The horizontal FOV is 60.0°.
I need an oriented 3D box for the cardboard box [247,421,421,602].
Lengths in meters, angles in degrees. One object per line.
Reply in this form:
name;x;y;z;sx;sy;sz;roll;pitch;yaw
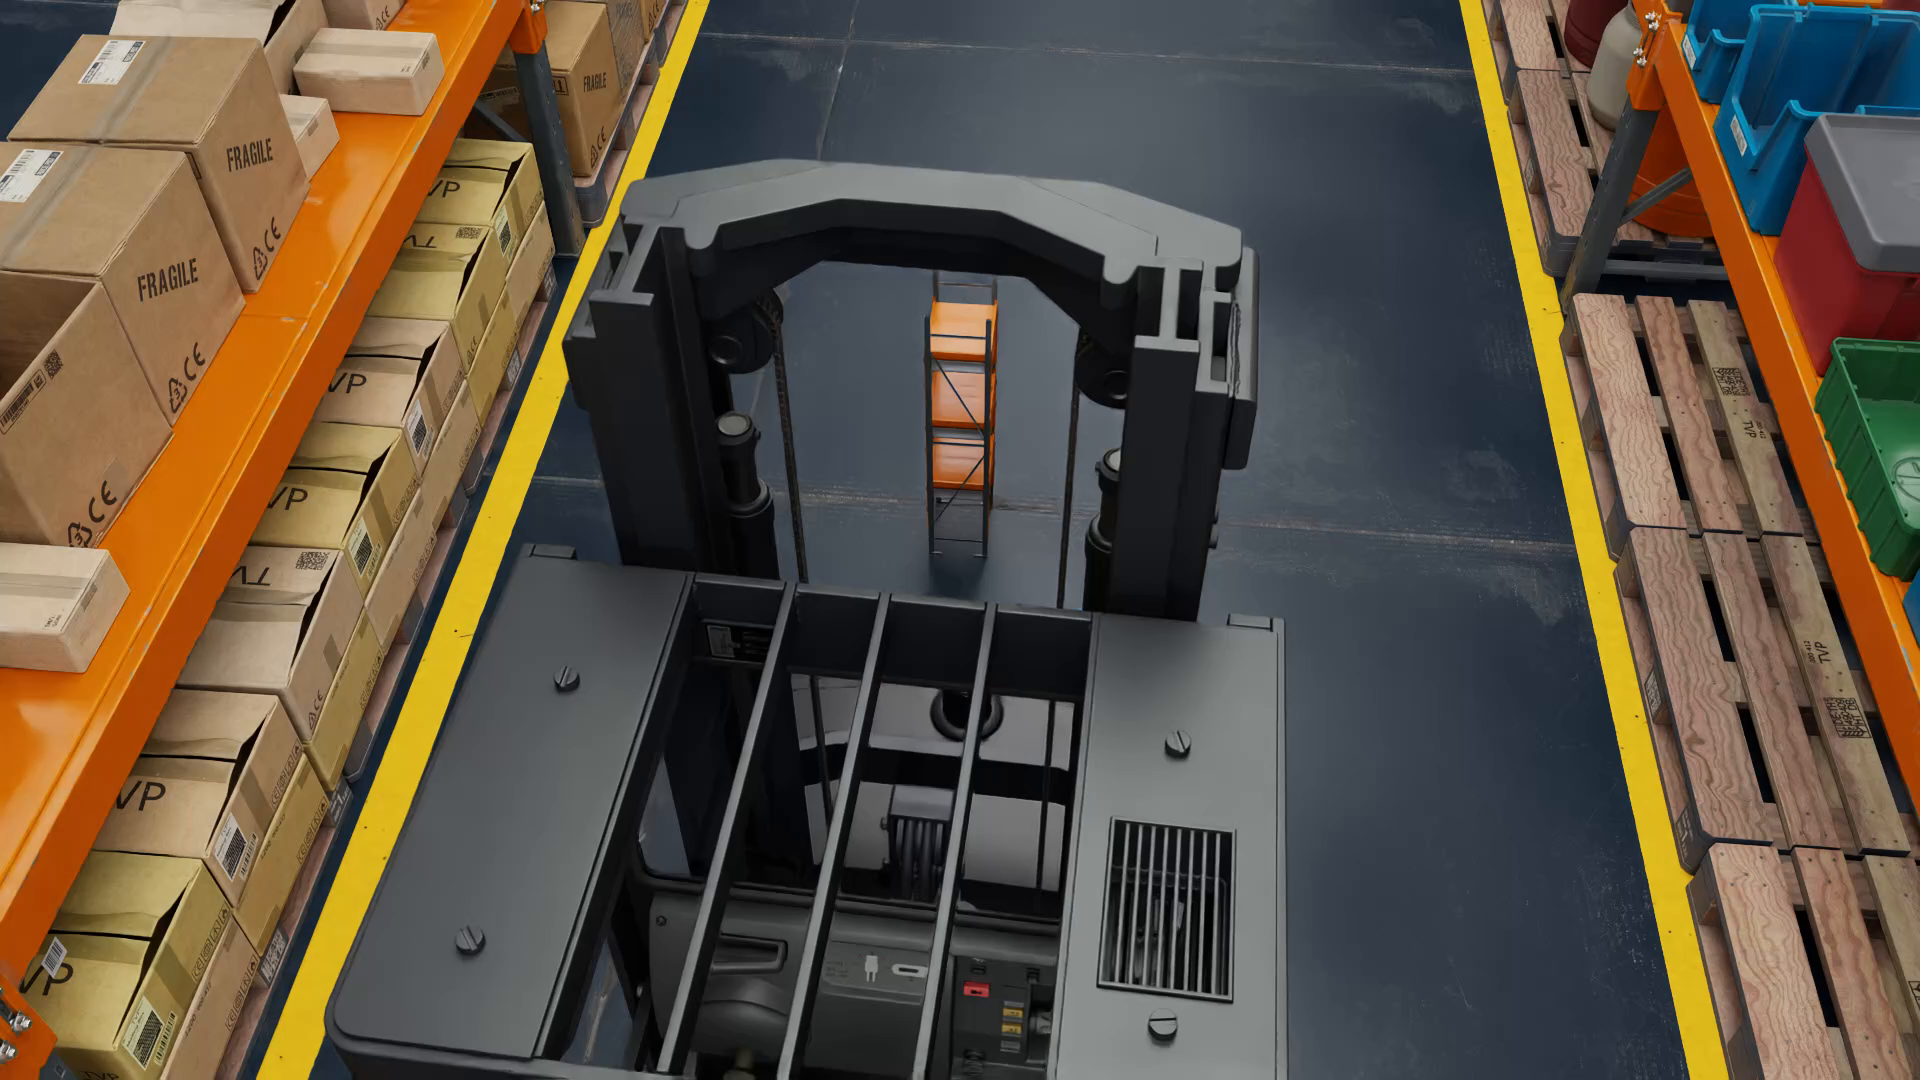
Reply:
cardboard box;-1.990;-0.120;5.026;0.500;0.311;0.500;5;48;5

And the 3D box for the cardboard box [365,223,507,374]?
cardboard box;-1.893;-0.859;5.702;0.500;0.311;0.500;3;48;3

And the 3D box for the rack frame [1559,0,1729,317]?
rack frame;2.883;-1.904;5.459;1.000;3.000;0.127;4;48;4

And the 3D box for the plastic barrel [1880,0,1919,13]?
plastic barrel;3.142;-1.589;5.078;0.600;0.536;0.708;4;48;4

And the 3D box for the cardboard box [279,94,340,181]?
cardboard box;-2.110;-1.214;4.998;0.380;0.149;0.250;7;48;6

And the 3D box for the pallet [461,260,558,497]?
pallet;-2.164;-0.696;6.244;1.003;0.211;1.213;4;48;4

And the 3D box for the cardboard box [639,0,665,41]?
cardboard box;-1.631;-2.613;7.503;0.500;0.500;0.500;3;48;3

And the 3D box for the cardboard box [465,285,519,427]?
cardboard box;-1.898;-0.672;5.910;0.500;0.250;0.500;3;48;3

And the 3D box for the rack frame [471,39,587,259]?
rack frame;-2.050;-2.240;5.766;1.000;3.000;0.127;4;48;4

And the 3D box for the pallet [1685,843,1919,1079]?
pallet;2.551;1.397;4.329;1.003;0.211;1.213;4;48;4

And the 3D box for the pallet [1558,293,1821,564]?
pallet;2.773;-0.396;5.969;1.003;0.211;1.213;4;48;4

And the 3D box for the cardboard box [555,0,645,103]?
cardboard box;-1.682;-2.245;7.166;0.500;0.500;0.500;2;48;2

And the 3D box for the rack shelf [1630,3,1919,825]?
rack shelf;2.700;-0.192;4.380;1.077;0.370;4.000;4;48;4

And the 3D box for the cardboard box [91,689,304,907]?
cardboard box;-2.078;0.642;4.329;0.500;0.311;0.500;3;48;3

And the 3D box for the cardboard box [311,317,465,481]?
cardboard box;-1.942;-0.488;5.363;0.500;0.311;0.500;4;48;3

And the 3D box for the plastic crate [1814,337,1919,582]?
plastic crate;2.396;-0.192;4.036;0.450;0.188;0.662;4;48;4

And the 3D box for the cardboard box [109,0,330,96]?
cardboard box;-2.324;-1.566;5.210;0.500;0.311;0.500;3;48;3

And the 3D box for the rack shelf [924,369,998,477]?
rack shelf;0.005;-0.386;5.406;0.215;0.259;0.240;4;48;4

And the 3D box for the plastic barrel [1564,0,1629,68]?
plastic barrel;3.013;-2.422;7.282;0.600;0.588;0.708;4;48;4

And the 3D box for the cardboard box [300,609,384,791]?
cardboard box;-2.038;0.450;4.885;0.500;0.250;0.500;3;48;2

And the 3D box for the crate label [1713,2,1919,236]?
crate label;2.523;-1.204;4.795;0.502;0.435;0.616;4;48;4

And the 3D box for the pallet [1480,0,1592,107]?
pallet;3.027;-2.439;7.838;1.003;0.211;1.213;4;48;4

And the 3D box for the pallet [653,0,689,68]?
pallet;-1.830;-2.739;8.112;1.003;0.211;1.213;4;48;4

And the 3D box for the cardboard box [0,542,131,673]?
cardboard box;-2.130;0.147;3.753;0.380;0.149;0.250;4;48;4

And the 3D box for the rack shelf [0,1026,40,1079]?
rack shelf;-2.597;2.412;1.999;1.077;0.370;4.000;4;48;4

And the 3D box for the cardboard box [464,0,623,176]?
cardboard box;-1.724;-1.860;6.814;0.500;0.500;0.500;6;48;5

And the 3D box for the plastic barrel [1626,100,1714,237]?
plastic barrel;2.910;-1.674;6.434;0.600;0.830;0.708;4;48;4

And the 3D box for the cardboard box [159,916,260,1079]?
cardboard box;-2.131;1.206;4.193;0.500;0.250;0.500;3;48;3

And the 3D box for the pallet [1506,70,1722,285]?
pallet;2.913;-1.545;7.020;1.003;0.211;1.213;4;48;4

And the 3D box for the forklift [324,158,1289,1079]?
forklift;-0.129;0.972;2.875;1.130;2.935;3.031;6;48;5

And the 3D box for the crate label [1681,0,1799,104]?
crate label;2.471;-1.563;5.260;0.303;0.233;0.416;4;48;4

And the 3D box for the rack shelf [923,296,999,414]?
rack shelf;0.005;-0.578;5.197;0.215;0.259;0.240;4;48;4

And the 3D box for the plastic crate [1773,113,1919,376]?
plastic crate;2.431;-0.759;4.368;0.402;0.464;0.583;4;48;4

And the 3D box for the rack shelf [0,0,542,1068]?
rack shelf;-2.232;-0.527;4.687;1.077;0.370;4.000;4;48;4

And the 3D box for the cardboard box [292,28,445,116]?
cardboard box;-1.857;-1.476;5.237;0.380;0.149;0.250;4;48;4

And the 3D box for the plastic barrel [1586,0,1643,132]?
plastic barrel;2.873;-1.988;6.937;0.421;0.512;0.421;0;48;0

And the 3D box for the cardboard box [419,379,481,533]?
cardboard box;-1.947;-0.302;5.572;0.500;0.250;0.500;5;48;4

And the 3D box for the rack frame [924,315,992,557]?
rack frame;-0.006;-0.304;5.317;0.200;1.050;0.008;4;48;4

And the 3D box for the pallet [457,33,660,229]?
pallet;-1.944;-1.845;7.294;1.003;0.211;1.213;4;48;4

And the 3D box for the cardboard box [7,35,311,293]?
cardboard box;-2.186;-1.040;4.600;0.500;0.500;0.500;2;48;1

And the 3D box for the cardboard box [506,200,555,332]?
cardboard box;-1.855;-1.051;6.257;0.500;0.250;0.500;5;48;4

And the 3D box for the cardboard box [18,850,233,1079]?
cardboard box;-2.129;1.009;3.993;0.500;0.311;0.500;4;48;4

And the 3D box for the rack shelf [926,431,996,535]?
rack shelf;0.005;-0.199;5.611;0.215;0.259;0.240;4;48;4

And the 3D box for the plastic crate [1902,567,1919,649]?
plastic crate;2.309;0.209;3.537;0.392;0.384;0.575;4;48;4

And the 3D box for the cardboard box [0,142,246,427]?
cardboard box;-2.234;-0.653;4.246;0.500;0.500;0.500;4;48;4

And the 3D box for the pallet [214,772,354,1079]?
pallet;-2.386;1.096;4.604;1.003;0.211;1.213;4;48;4

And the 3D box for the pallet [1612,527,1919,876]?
pallet;2.660;0.498;5.152;1.003;0.211;1.213;4;48;4

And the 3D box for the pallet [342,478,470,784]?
pallet;-2.277;0.198;5.426;1.003;0.211;1.213;4;48;4

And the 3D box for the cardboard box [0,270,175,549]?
cardboard box;-2.280;-0.285;3.910;0.500;0.500;0.500;7;48;6

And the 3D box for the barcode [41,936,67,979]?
barcode;-1.976;0.911;3.629;0.001;0.075;0.075;4;48;4

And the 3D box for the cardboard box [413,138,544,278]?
cardboard box;-1.852;-1.241;6.051;0.500;0.311;0.500;5;48;5

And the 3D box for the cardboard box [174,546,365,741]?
cardboard box;-2.032;0.262;4.677;0.500;0.311;0.500;2;48;2

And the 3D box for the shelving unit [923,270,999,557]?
shelving unit;0.005;-0.394;5.399;0.215;1.050;0.252;4;48;4

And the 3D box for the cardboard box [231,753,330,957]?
cardboard box;-2.083;0.830;4.536;0.500;0.250;0.500;5;48;5

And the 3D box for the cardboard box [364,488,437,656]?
cardboard box;-1.991;0.076;5.227;0.500;0.250;0.500;5;48;4

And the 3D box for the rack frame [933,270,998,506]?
rack frame;0.016;-0.483;5.481;0.200;1.050;0.008;4;48;4

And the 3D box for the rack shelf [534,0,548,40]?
rack shelf;-1.867;-3.467;7.376;1.077;0.370;4.000;4;48;4

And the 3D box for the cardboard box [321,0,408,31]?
cardboard box;-2.126;-1.945;5.557;0.500;0.311;0.500;7;48;6

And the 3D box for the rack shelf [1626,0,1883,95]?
rack shelf;3.065;-3.131;7.068;1.077;0.370;4.000;4;48;4
